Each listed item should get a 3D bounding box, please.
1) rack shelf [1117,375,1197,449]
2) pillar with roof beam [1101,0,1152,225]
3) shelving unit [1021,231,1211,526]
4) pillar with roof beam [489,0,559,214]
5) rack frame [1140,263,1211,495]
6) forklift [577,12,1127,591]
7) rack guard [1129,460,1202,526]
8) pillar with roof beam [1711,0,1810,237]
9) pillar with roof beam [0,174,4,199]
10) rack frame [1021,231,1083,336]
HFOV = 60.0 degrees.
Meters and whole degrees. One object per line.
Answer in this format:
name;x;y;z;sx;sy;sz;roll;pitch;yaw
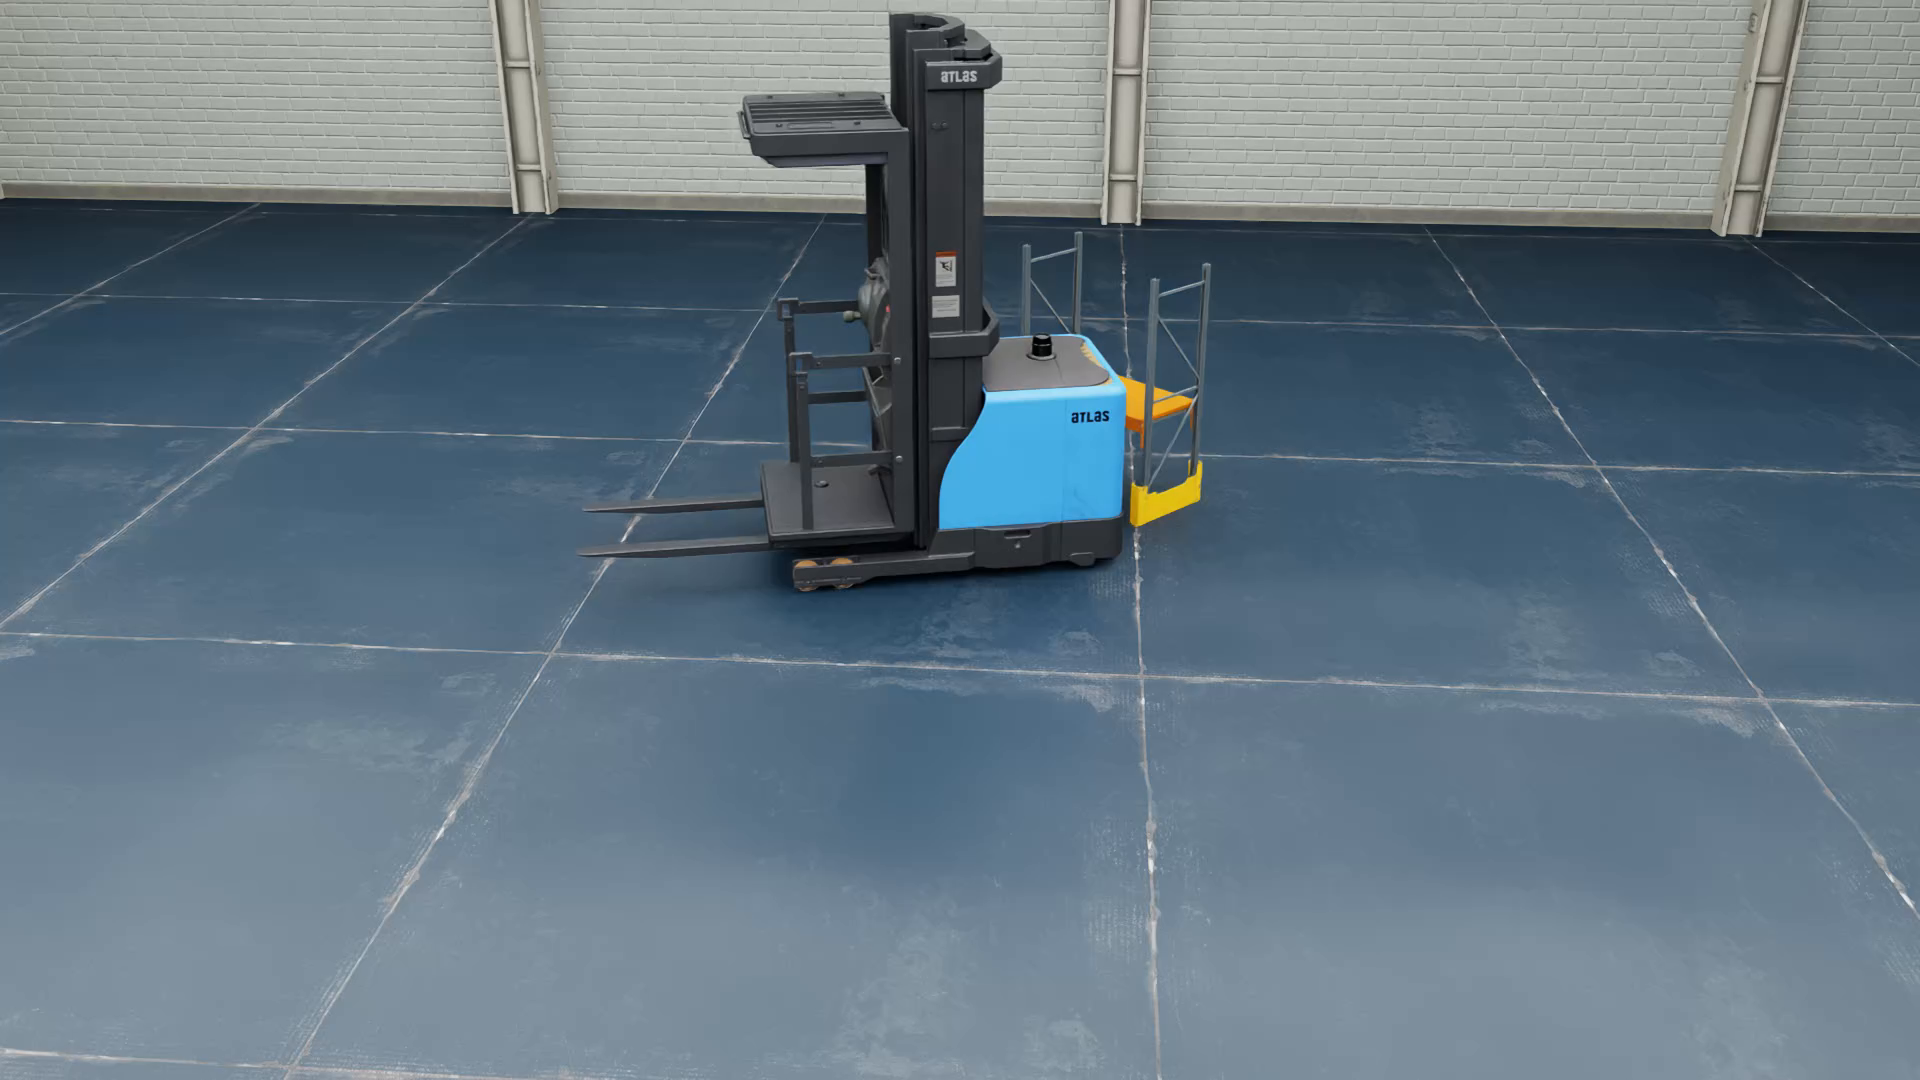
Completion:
rack shelf;0.917;-0.843;10.219;0.538;0.185;1.000;-21;32;-38
pillar with roof beam;1.289;-5.500;10.937;0.400;9.000;9.100;2;25;4
shelving unit;0.911;-1.010;10.150;0.587;1.500;1.083;-21;32;-38
pillar with roof beam;-4.694;-5.692;11.354;0.400;9.000;9.100;2;25;4
rack frame;1.264;-0.852;9.807;0.500;1.500;0.032;-21;32;-38
forklift;-0.642;-1.288;9.043;3.031;2.935;1.130;-4;25;-8
rack guard;1.251;-0.290;10.081;0.587;0.250;0.087;-21;32;-38
pillar with roof beam;7.271;-5.308;10.520;0.400;9.000;9.100;2;25;4
pillar with roof beam;-10.676;-5.884;11.772;0.400;9.000;9.100;2;25;4
rack frame;0.570;-1.162;10.481;0.500;1.500;0.032;-21;32;-38
